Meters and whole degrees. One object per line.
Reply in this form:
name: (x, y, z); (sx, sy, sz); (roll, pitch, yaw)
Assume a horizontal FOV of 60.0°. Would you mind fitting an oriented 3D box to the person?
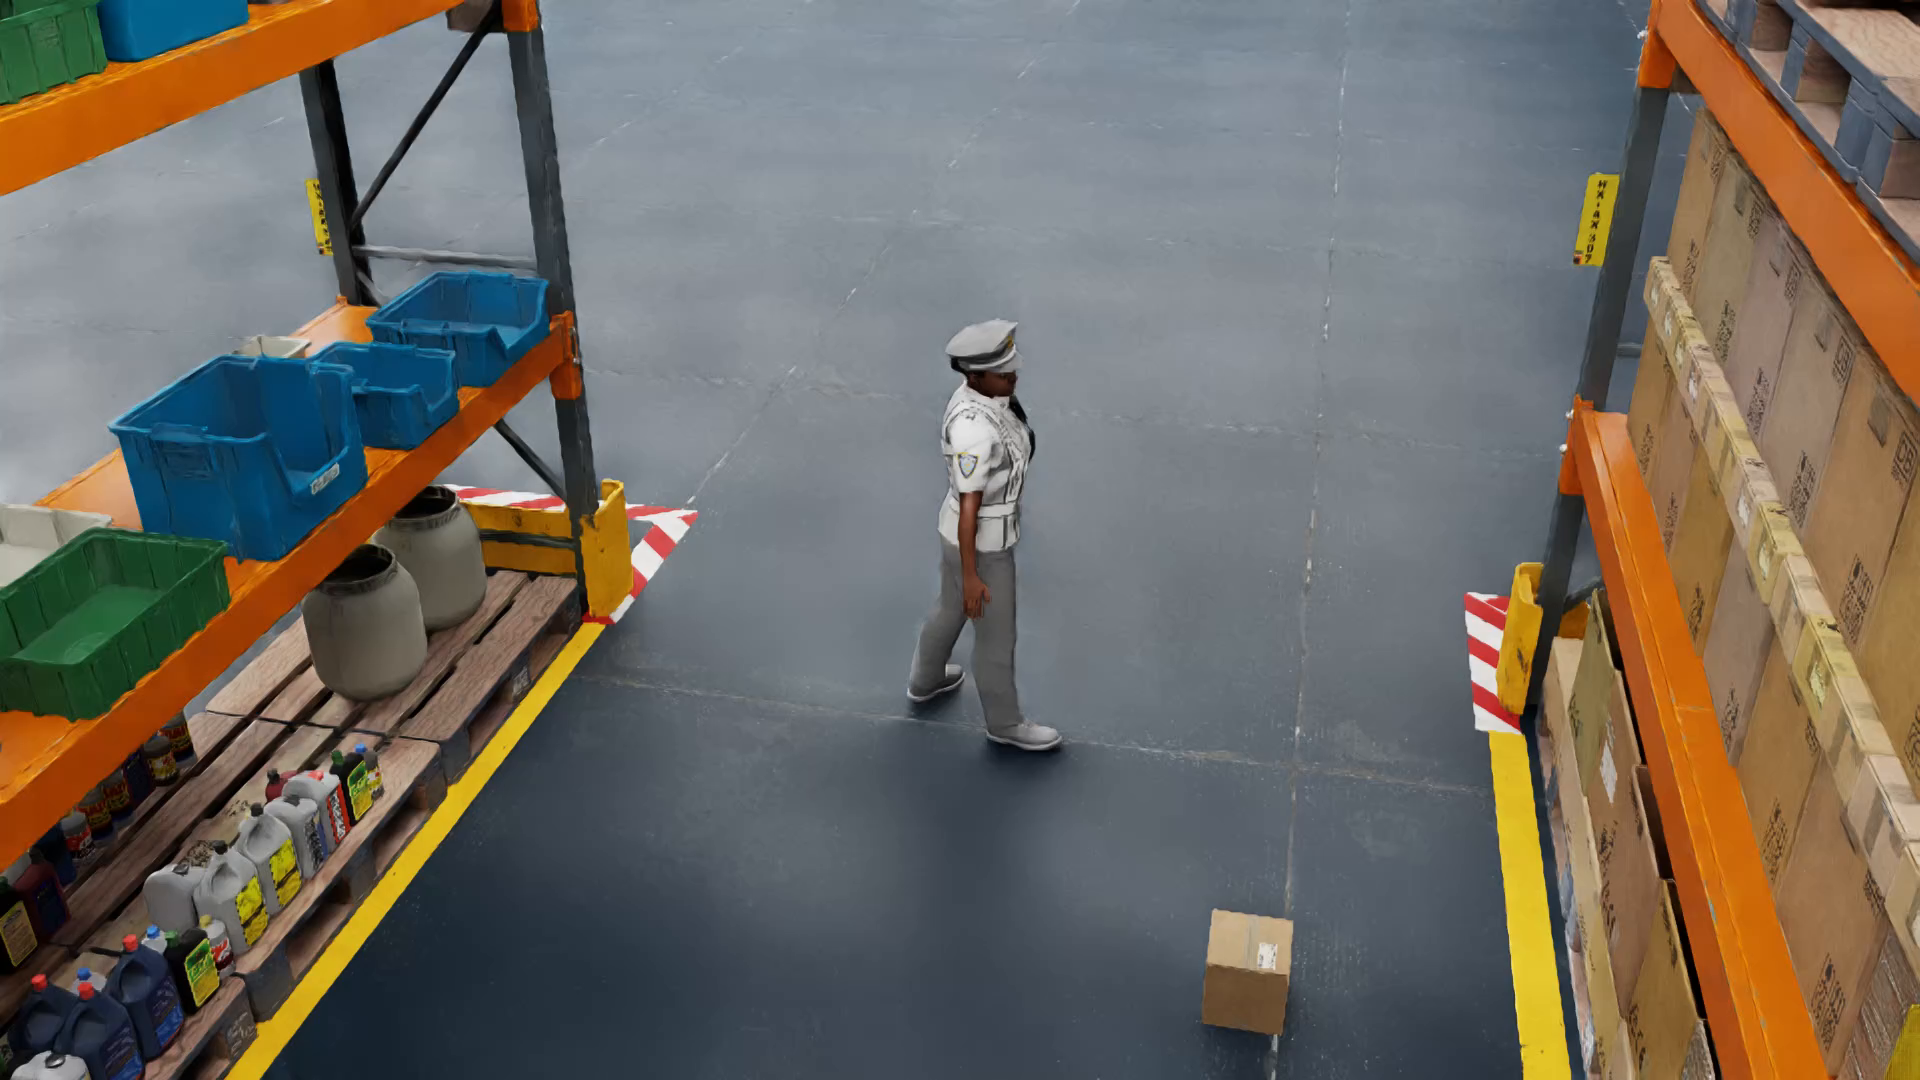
person: (0.089, 0.000, 6.106); (0.615, 1.653, 0.684); (2, 29, 3)
